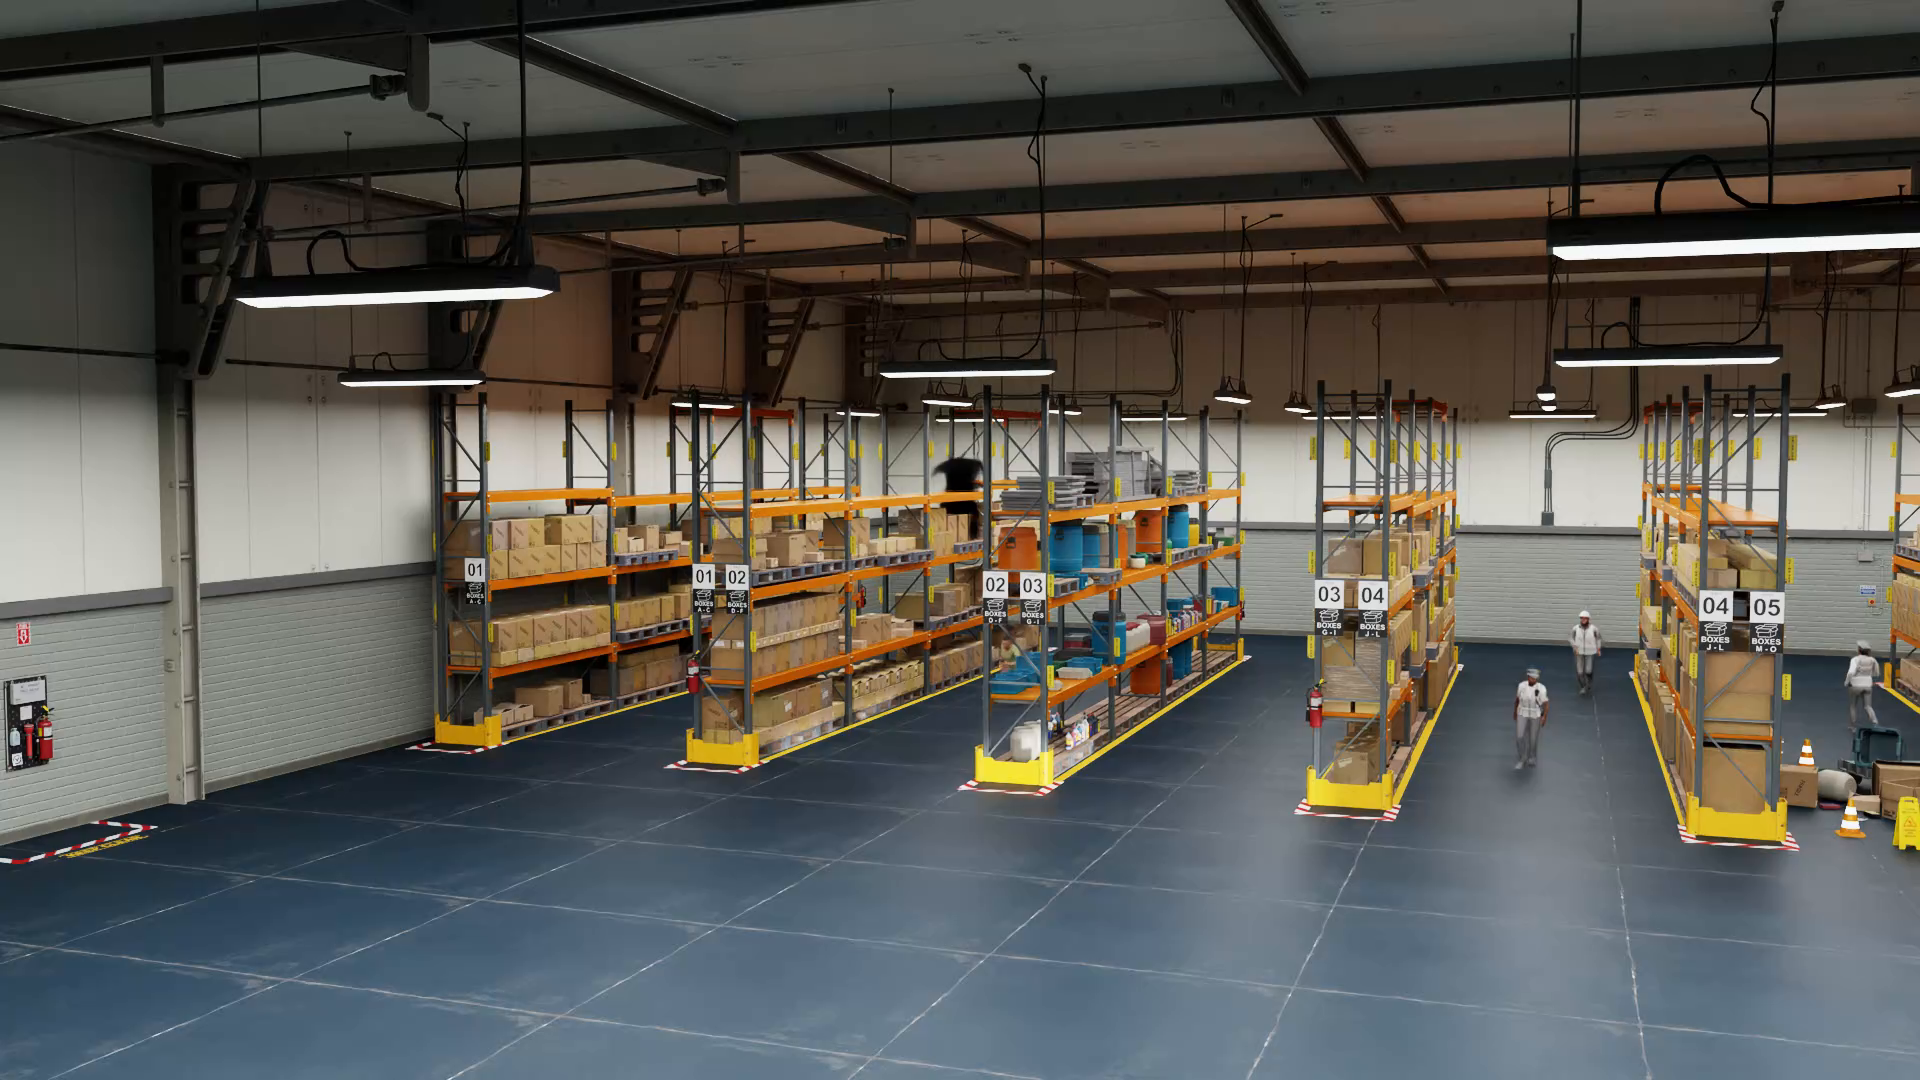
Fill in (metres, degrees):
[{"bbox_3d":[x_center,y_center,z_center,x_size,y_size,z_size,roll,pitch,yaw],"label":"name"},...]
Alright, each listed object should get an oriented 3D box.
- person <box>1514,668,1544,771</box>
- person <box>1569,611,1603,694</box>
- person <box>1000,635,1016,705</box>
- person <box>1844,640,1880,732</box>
[{"bbox_3d":[9.023,2.810,26.333,0.425,1.620,0.707,1,3,20],"label":"person"},{"bbox_3d":[12.874,2.321,34.227,0.655,1.721,0.603,1,3,22],"label":"person"},{"bbox_3d":[0.975,2.554,32.457,0.590,1.418,0.927,2,4,31],"label":"person"},{"bbox_3d":[15.885,2.596,29.292,0.611,1.665,0.855,0,3,7],"label":"person"}]
